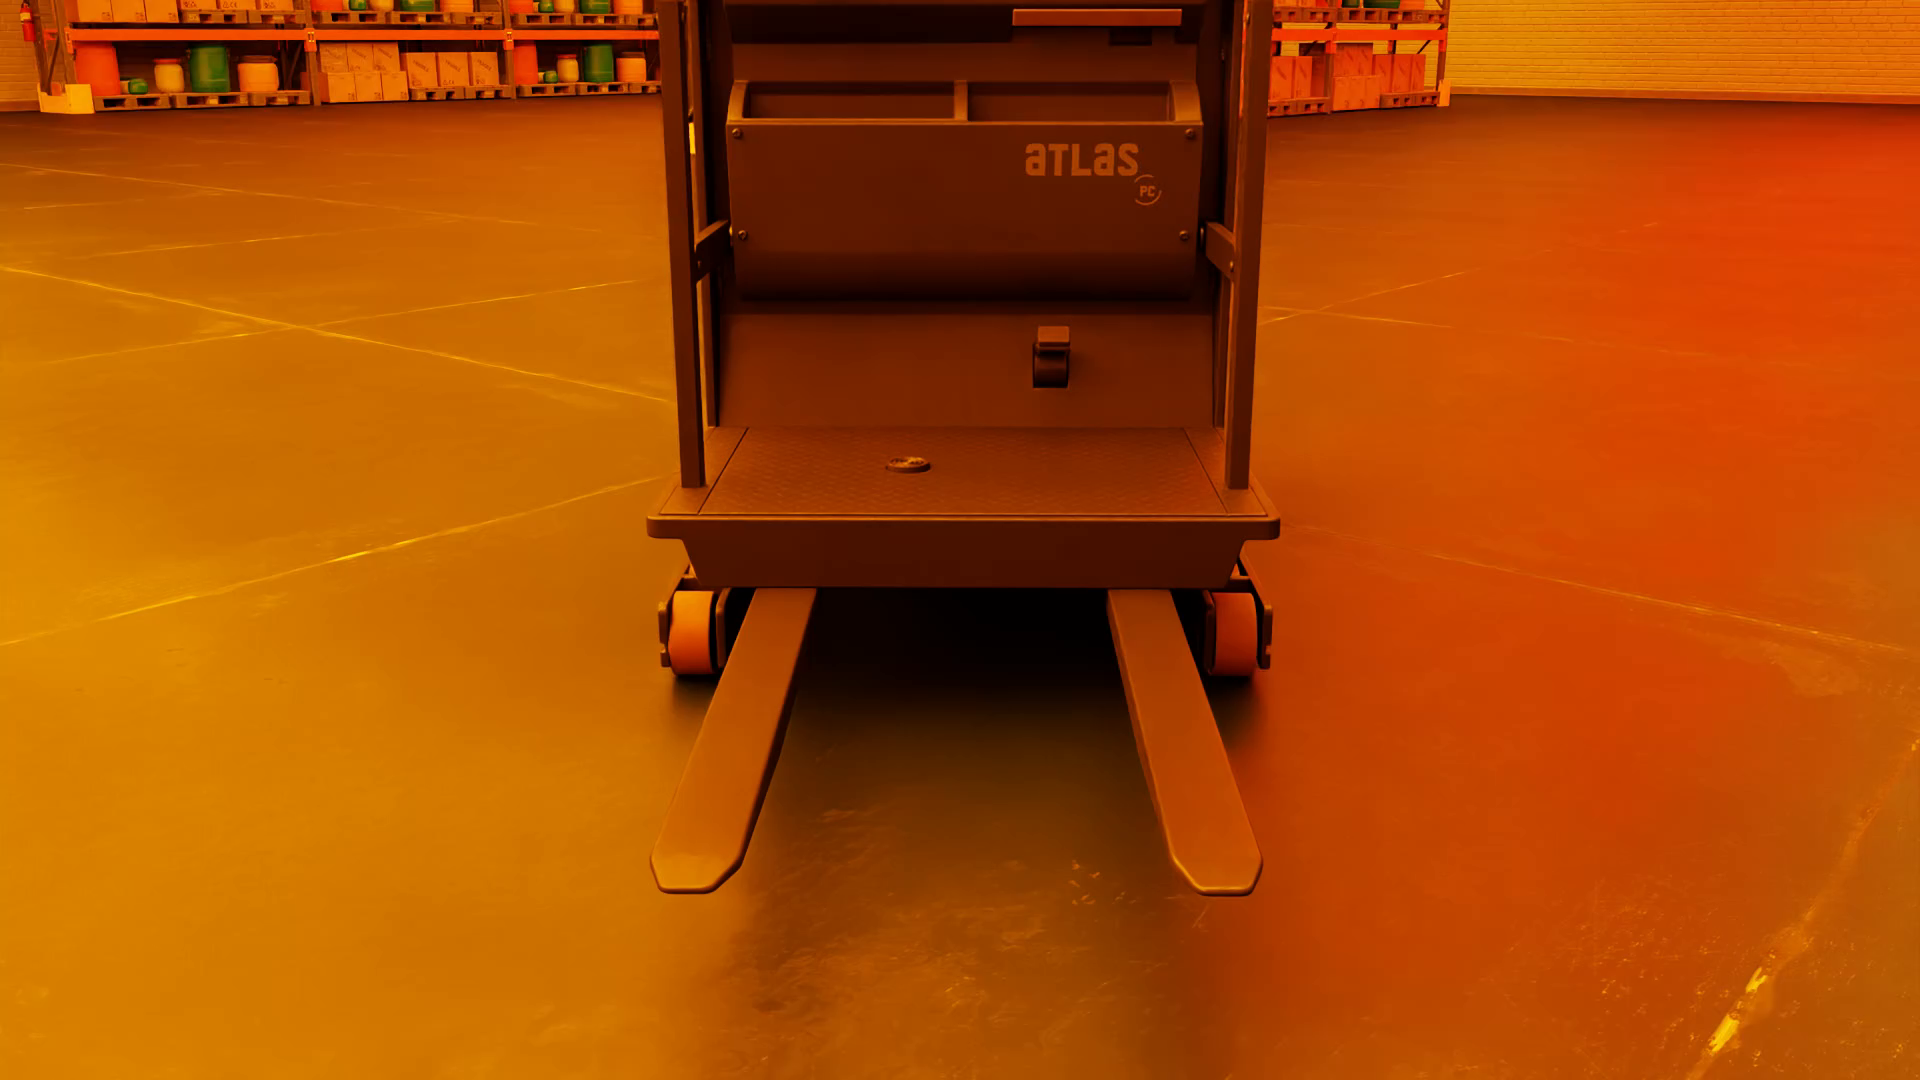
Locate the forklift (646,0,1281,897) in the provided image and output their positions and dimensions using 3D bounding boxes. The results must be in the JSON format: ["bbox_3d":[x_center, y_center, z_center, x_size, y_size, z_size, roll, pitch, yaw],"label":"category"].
[{"bbox_3d":[0.010,-1.234,2.961,1.130,2.935,3.031,0,17,1],"label":"forklift"}]
